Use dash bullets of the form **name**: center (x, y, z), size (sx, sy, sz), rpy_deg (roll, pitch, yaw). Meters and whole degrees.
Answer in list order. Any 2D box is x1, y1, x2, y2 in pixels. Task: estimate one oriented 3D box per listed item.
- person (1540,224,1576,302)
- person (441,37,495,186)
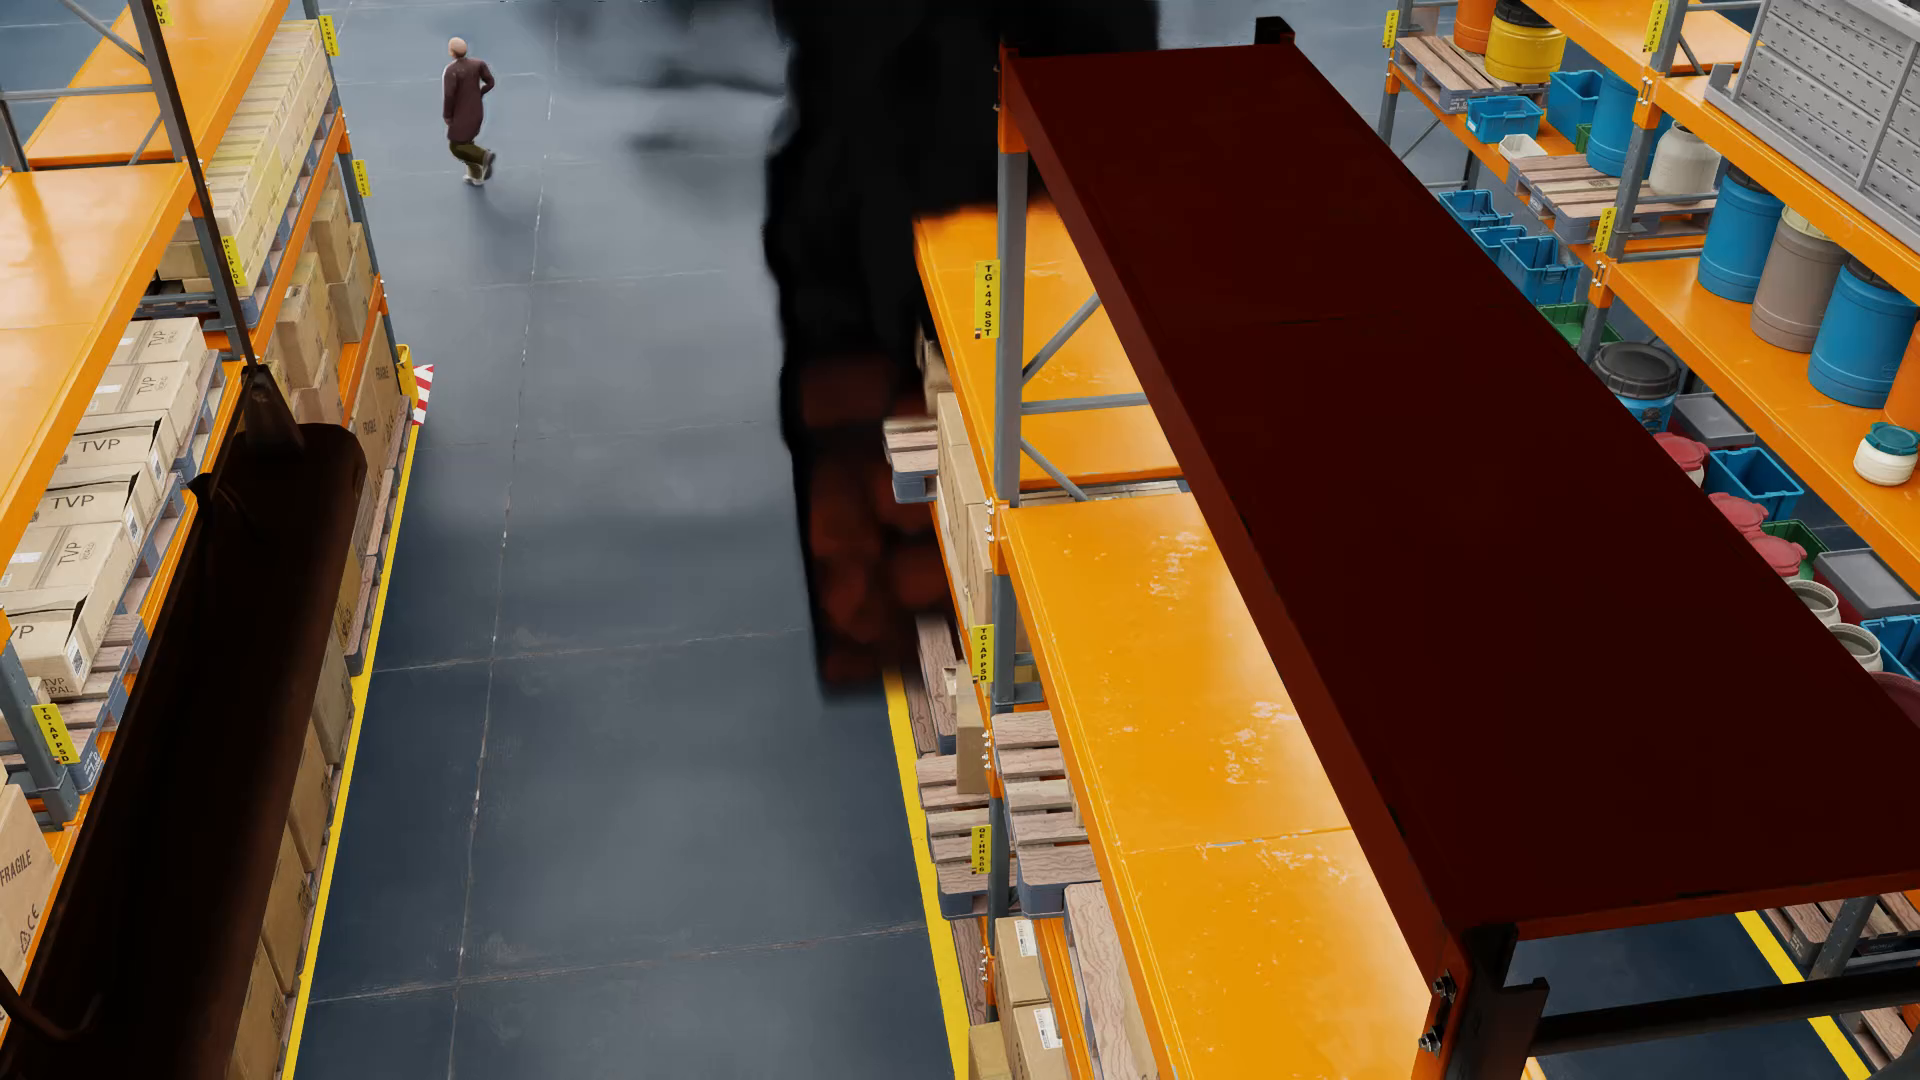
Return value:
- **person**: center (5.702, -3.053, 15.746), size (0.539, 1.757, 0.661), rpy_deg (-23, 42, -28)
- **person**: center (-5.428, -4.718, 18.445), size (0.717, 1.724, 0.730), rpy_deg (19, 40, 24)
